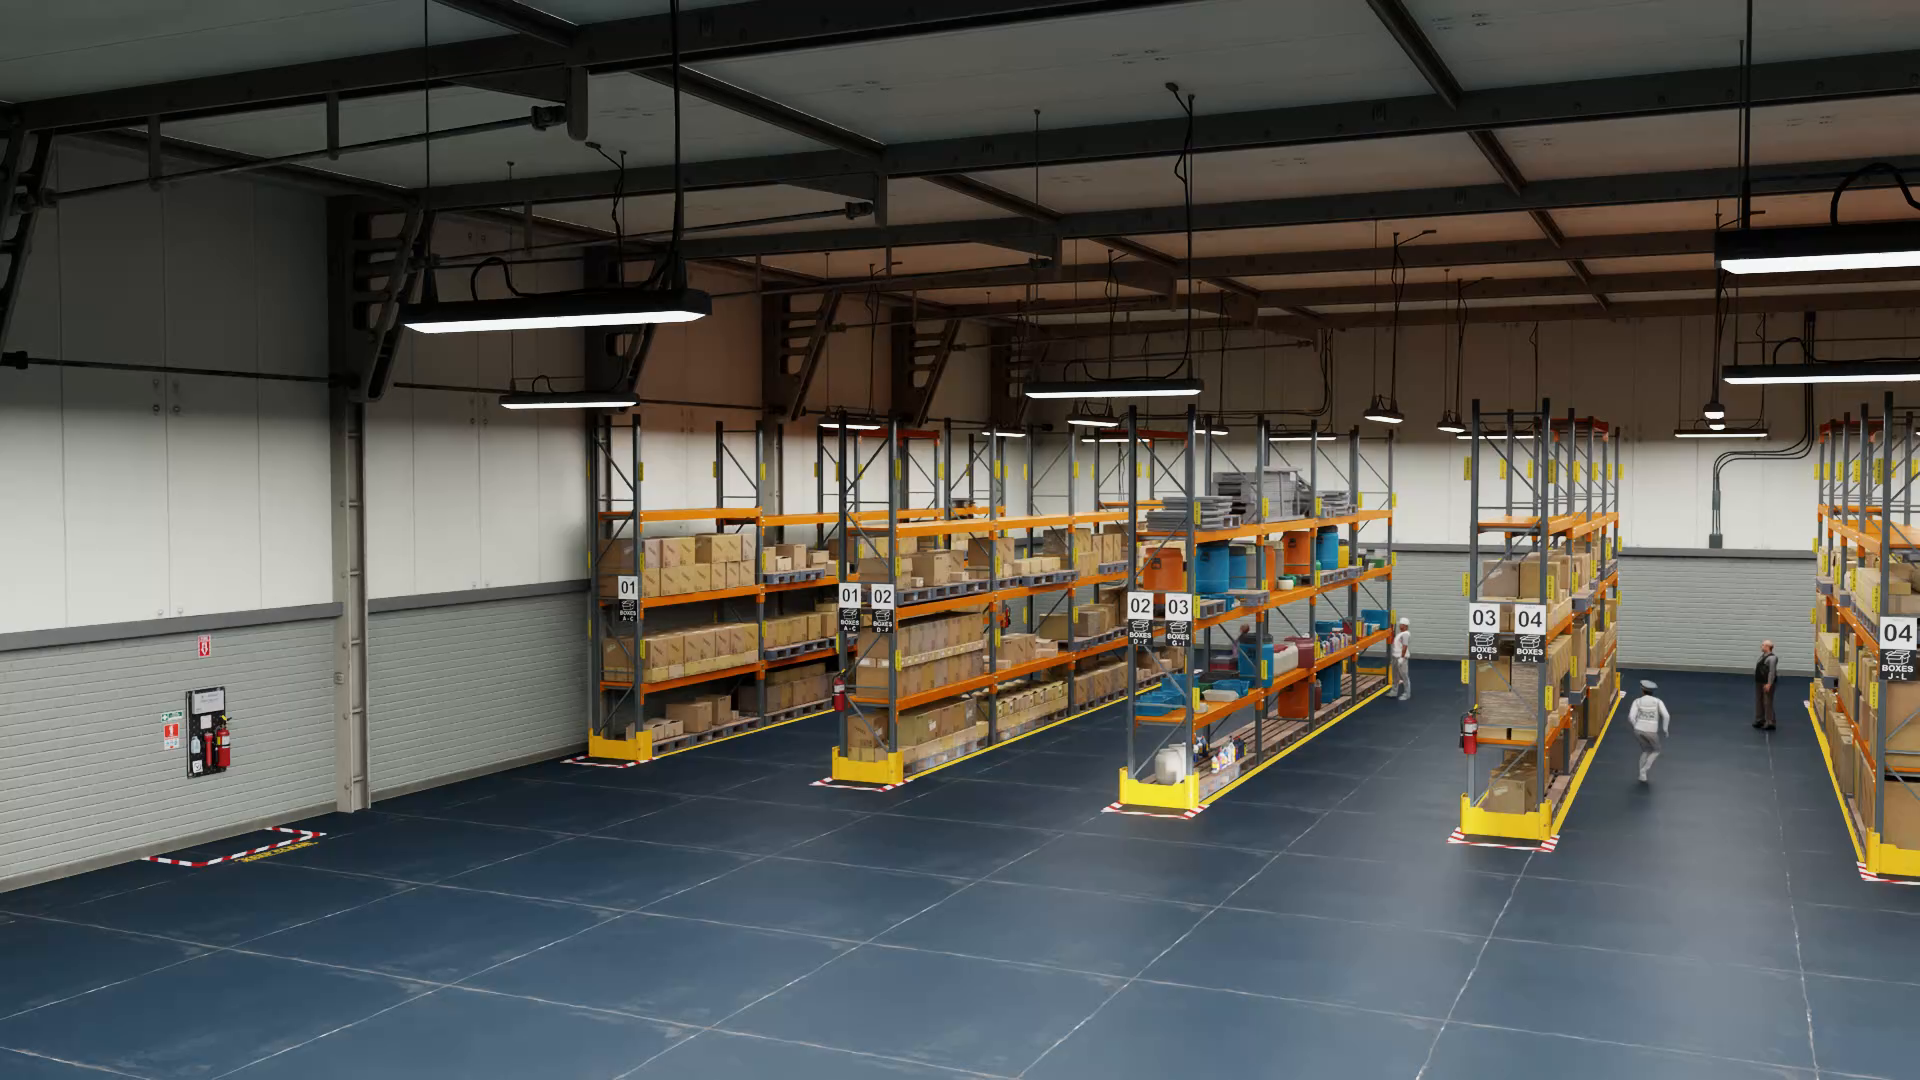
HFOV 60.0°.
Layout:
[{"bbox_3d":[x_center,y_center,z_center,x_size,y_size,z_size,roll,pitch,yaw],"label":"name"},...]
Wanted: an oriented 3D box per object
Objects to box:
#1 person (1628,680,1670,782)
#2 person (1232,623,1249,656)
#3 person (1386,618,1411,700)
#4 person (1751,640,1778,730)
[{"bbox_3d":[11.140,3.091,26.830,0.461,1.645,0.588,-2,3,-35],"label":"person"},{"bbox_3d":[6.260,2.670,37.409,0.491,1.594,0.428,-2,3,-44],"label":"person"},{"bbox_3d":[9.718,2.610,36.736,0.509,1.795,0.634,-1,2,-12],"label":"person"},{"bbox_3d":[15.709,2.817,32.419,0.413,1.725,0.575,0,2,-11],"label":"person"}]
